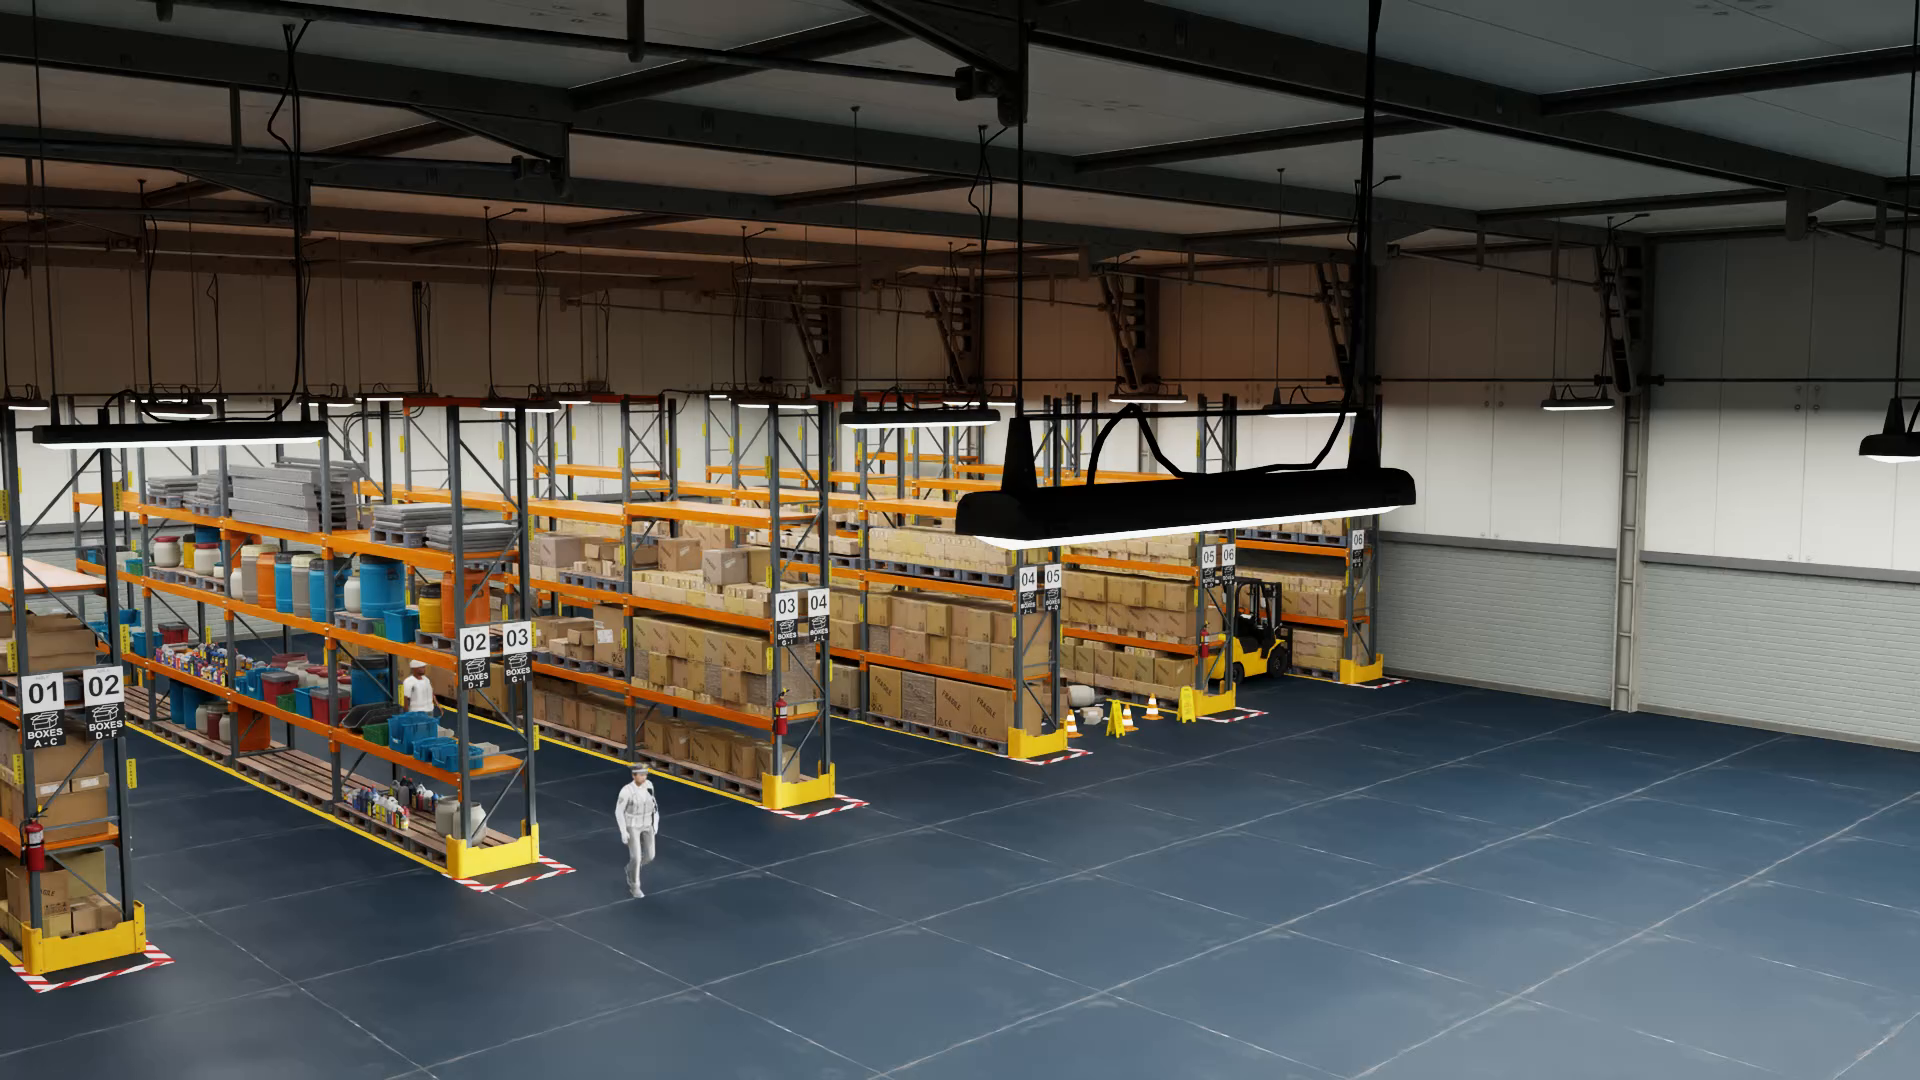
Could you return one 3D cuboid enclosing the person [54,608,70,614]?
[{"bbox_3d":[-18.375,2.246,33.980,0.471,1.726,0.504,-5,8,-43],"label":"person"}]

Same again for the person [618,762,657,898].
[{"bbox_3d":[-3.988,3.534,20.500,0.479,1.671,0.582,5,7,40],"label":"person"}]

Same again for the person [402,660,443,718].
[{"bbox_3d":[-8.721,2.846,27.291,0.759,1.738,0.603,2,6,20],"label":"person"}]

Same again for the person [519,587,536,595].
[{"bbox_3d":[-10.714,1.536,41.235,0.430,1.590,0.436,1,6,8],"label":"person"}]
